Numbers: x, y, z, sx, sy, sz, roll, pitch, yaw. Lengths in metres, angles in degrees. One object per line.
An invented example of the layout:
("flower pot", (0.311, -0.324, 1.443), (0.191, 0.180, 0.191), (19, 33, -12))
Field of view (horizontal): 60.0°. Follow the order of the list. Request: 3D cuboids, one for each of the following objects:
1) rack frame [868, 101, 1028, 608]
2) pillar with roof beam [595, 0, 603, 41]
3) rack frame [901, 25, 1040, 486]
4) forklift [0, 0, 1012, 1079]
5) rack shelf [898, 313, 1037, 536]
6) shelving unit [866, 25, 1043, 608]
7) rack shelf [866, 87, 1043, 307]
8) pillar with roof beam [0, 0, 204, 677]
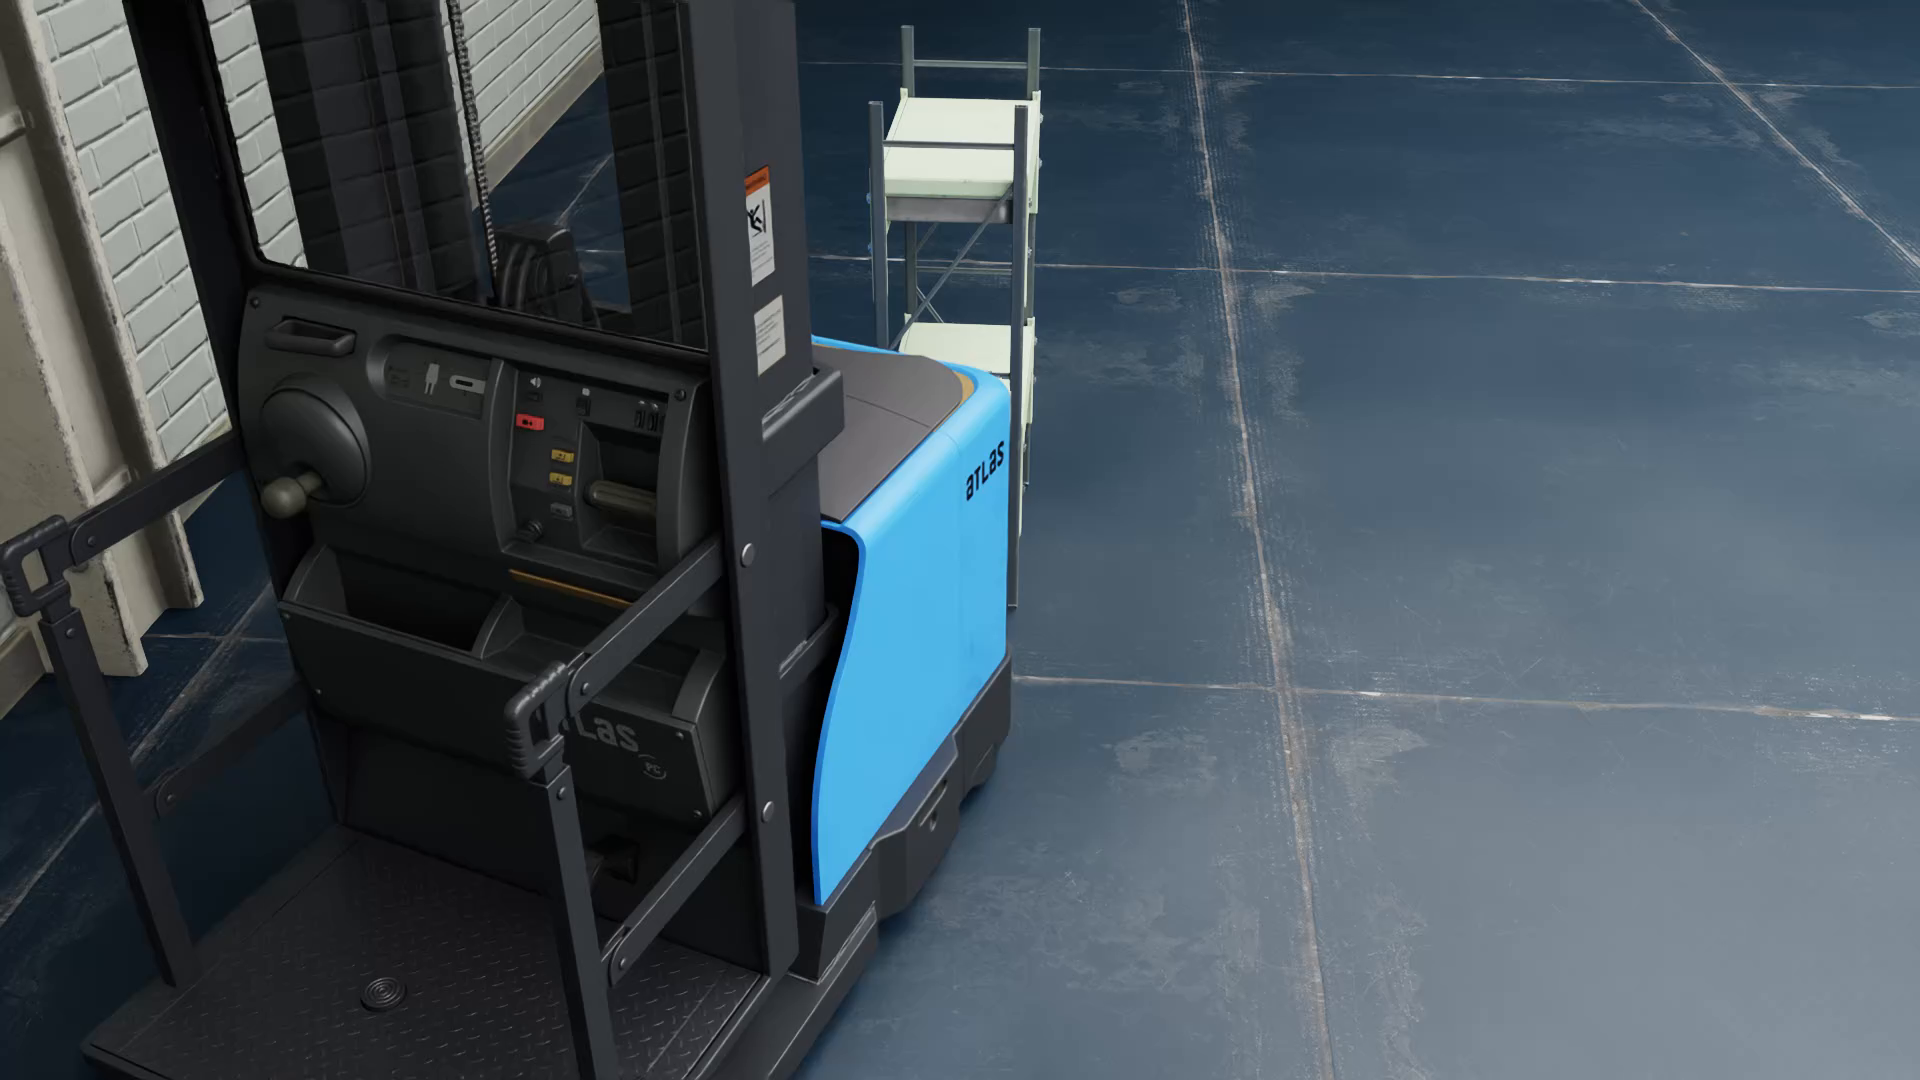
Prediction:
("rack frame", (-0.029, -0.451, 4.552), (0.400, 1.500, 0.023), (2, 32, 4))
("pillar with roof beam", (2.355, -6.515, 7.244), (9.100, 9.000, 0.400), (2, 32, 4))
("rack frame", (0.030, -0.833, 5.173), (0.400, 1.500, 0.023), (2, 32, 4))
("forklift", (-0.938, -0.121, 2.652), (1.130, 2.935, 3.031), (13, 34, 21))
("rack shelf", (0.001, -0.364, 5.033), (0.431, 0.370, 0.720), (2, 32, 4))
("shelving unit", (0.001, -0.642, 4.862), (0.431, 1.500, 0.755), (2, 32, 4))
("rack shelf", (0.001, -0.974, 4.657), (0.431, 0.370, 0.720), (2, 32, 4))
("pillar with roof beam", (1.866, -3.377, 2.153), (9.100, 9.000, 0.400), (2, 32, 4))
